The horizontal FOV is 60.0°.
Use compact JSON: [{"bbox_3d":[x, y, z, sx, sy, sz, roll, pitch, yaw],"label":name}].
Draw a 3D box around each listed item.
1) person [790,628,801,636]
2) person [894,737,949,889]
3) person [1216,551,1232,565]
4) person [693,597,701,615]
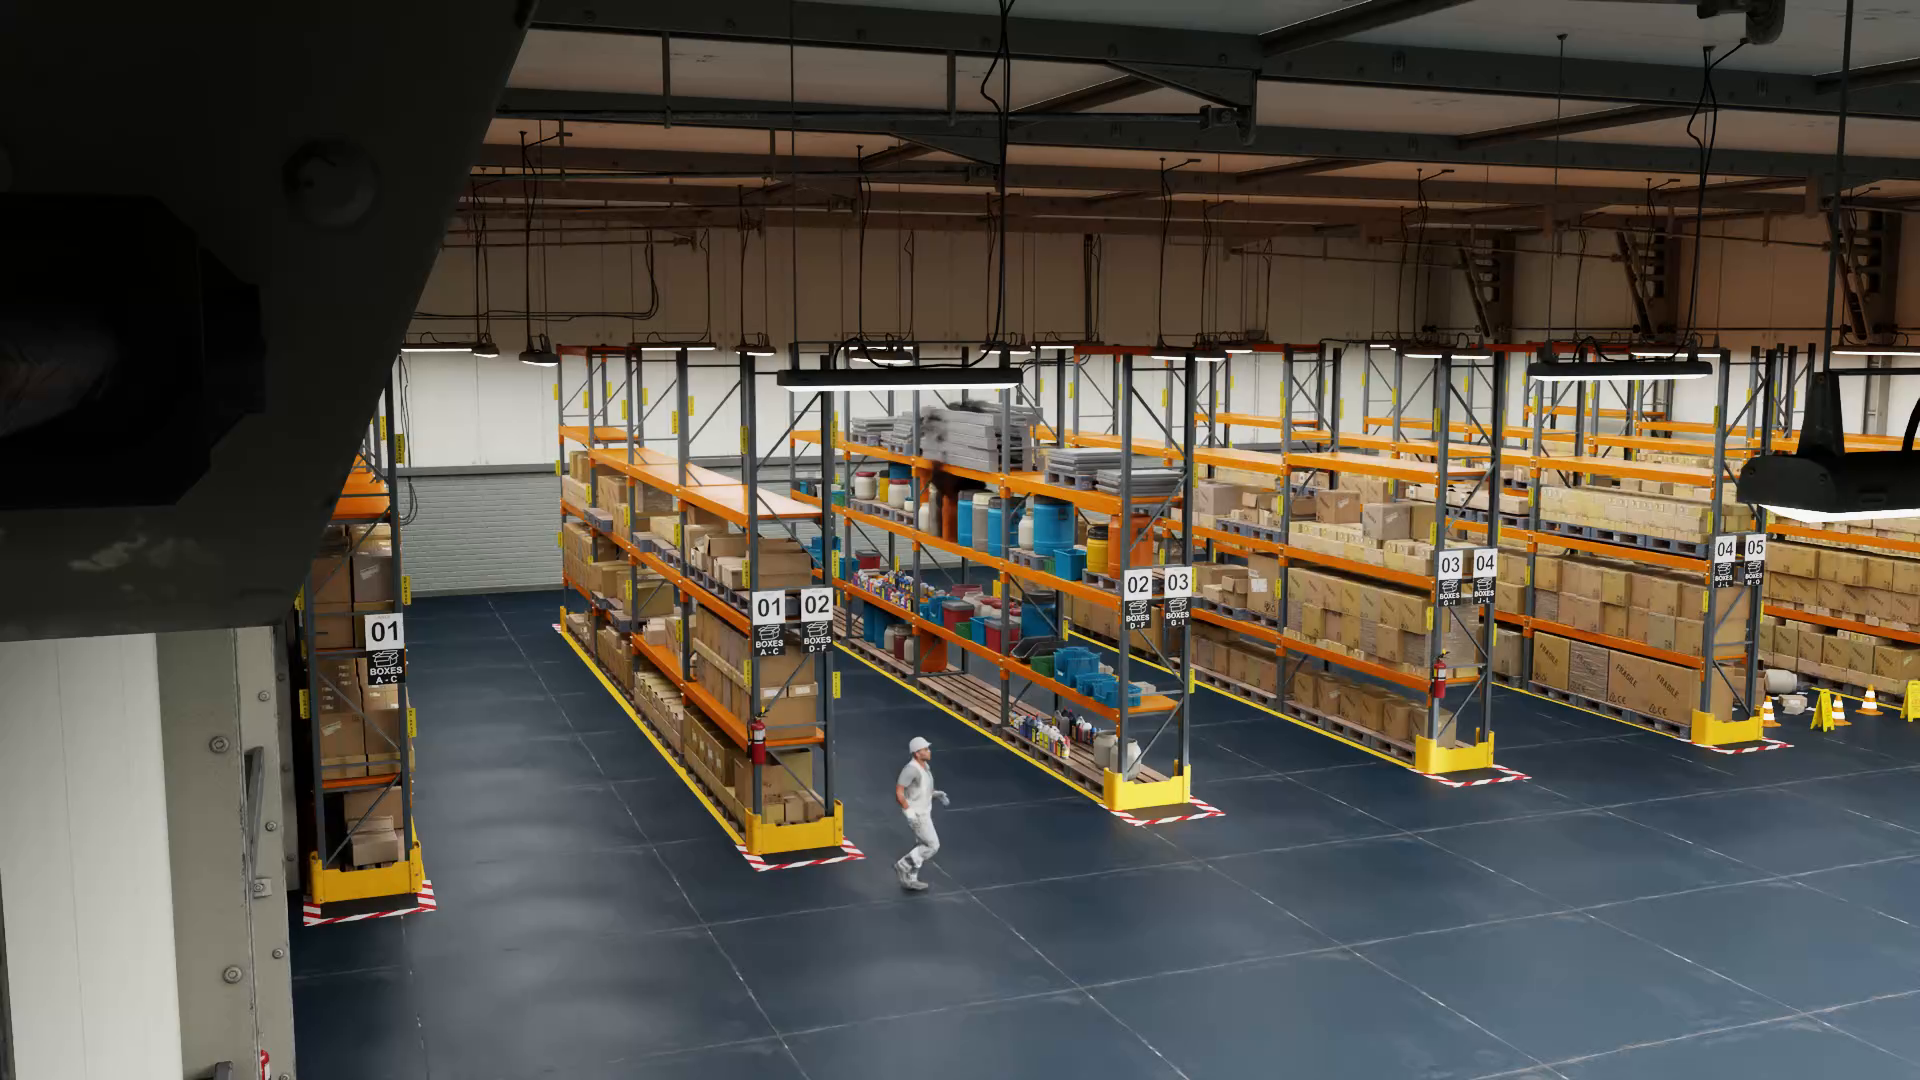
[{"bbox_3d":[-3.185,1.405,30.854,0.659,1.576,0.618,-4,8,-26],"label":"person"},{"bbox_3d":[-0.437,3.083,18.793,0.582,1.748,0.668,1,7,11],"label":"person"},{"bbox_3d":[6.595,0.217,41.468,0.591,1.700,0.726,3,8,25],"label":"person"},{"bbox_3d":[-5.444,1.122,34.326,0.601,1.760,0.795,-5,9,-34],"label":"person"}]
